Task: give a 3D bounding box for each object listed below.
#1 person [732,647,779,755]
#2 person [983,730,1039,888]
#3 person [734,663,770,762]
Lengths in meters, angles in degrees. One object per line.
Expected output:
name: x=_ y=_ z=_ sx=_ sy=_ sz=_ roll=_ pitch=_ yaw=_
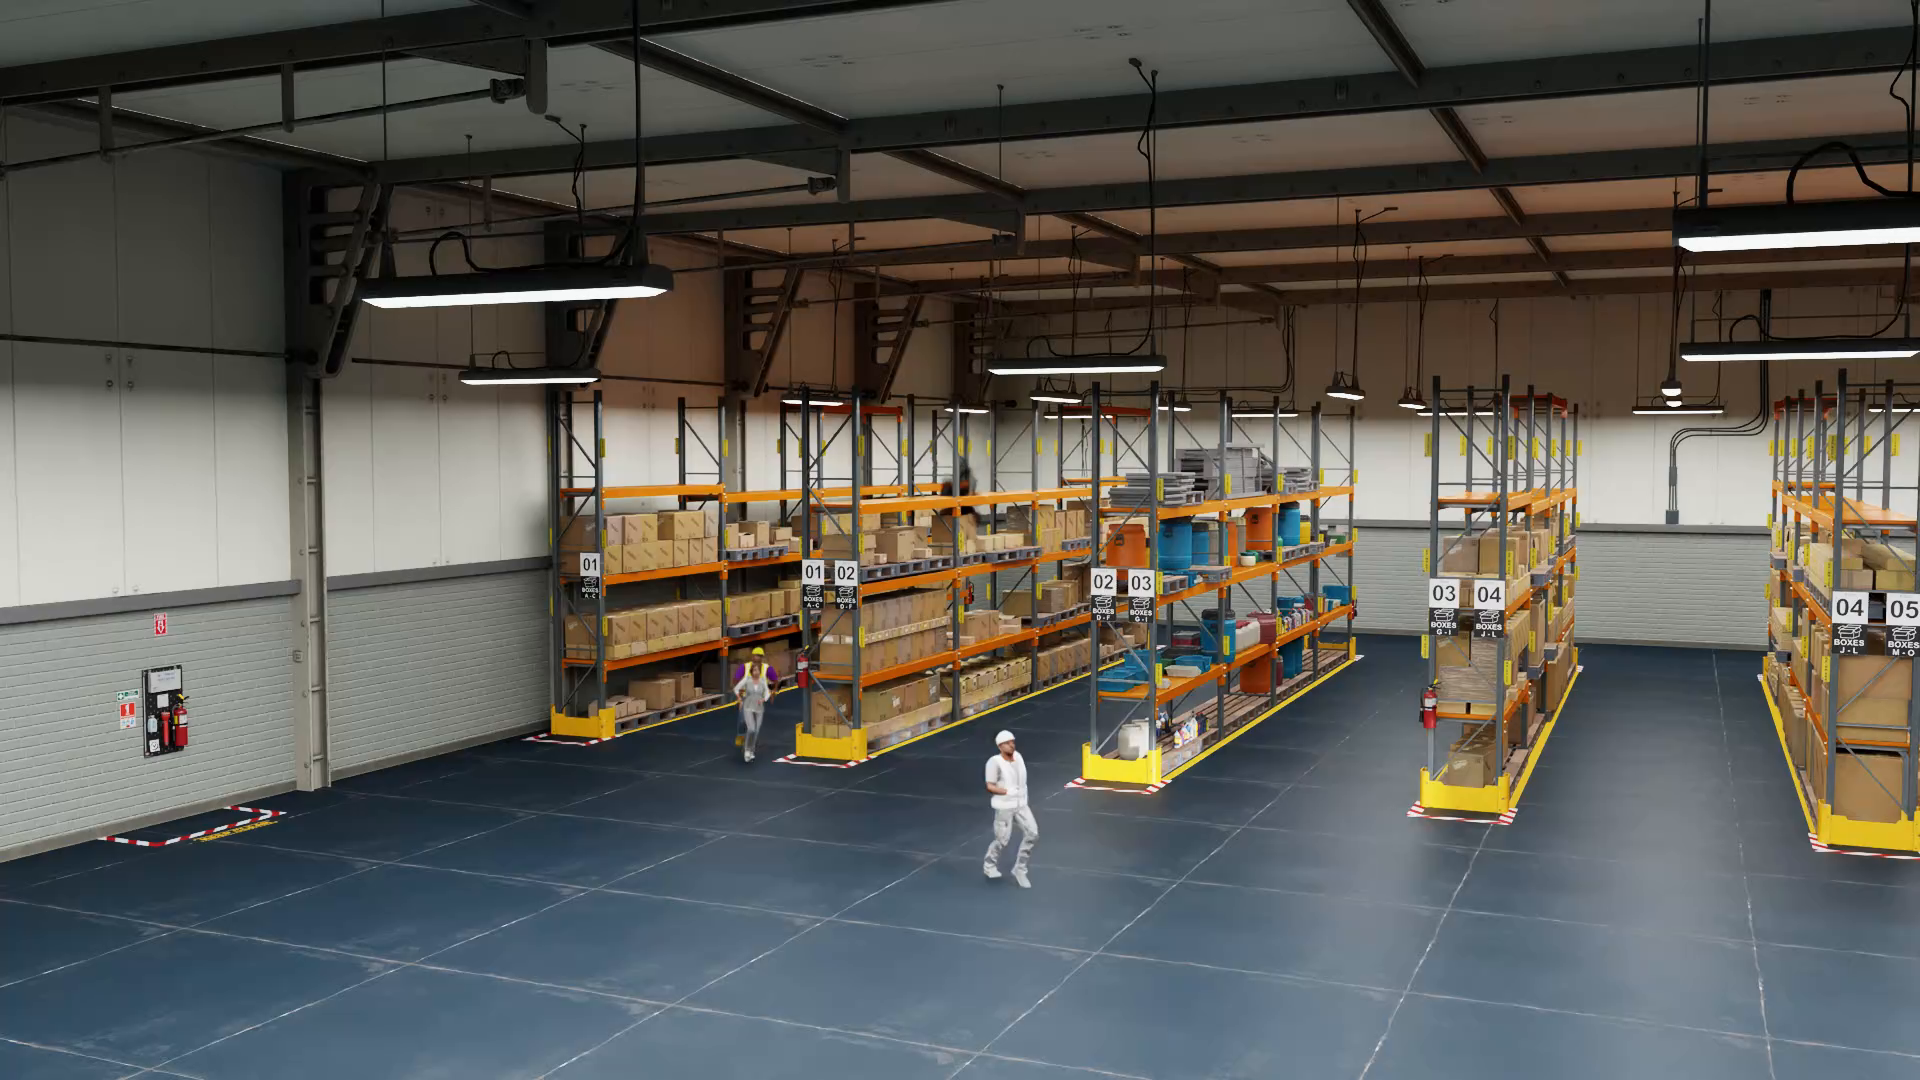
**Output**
person: x=-3.367 y=2.624 z=27.358 sx=0.759 sy=1.739 sz=0.849 roll=0 pitch=3 yaw=-3
person: x=0.580 y=3.080 z=19.066 sx=0.692 sy=1.806 sz=0.743 roll=-2 pitch=4 yaw=-38
person: x=-3.300 y=2.744 z=26.517 sx=0.545 sy=1.583 sz=0.584 roll=-1 pitch=3 yaw=-21
